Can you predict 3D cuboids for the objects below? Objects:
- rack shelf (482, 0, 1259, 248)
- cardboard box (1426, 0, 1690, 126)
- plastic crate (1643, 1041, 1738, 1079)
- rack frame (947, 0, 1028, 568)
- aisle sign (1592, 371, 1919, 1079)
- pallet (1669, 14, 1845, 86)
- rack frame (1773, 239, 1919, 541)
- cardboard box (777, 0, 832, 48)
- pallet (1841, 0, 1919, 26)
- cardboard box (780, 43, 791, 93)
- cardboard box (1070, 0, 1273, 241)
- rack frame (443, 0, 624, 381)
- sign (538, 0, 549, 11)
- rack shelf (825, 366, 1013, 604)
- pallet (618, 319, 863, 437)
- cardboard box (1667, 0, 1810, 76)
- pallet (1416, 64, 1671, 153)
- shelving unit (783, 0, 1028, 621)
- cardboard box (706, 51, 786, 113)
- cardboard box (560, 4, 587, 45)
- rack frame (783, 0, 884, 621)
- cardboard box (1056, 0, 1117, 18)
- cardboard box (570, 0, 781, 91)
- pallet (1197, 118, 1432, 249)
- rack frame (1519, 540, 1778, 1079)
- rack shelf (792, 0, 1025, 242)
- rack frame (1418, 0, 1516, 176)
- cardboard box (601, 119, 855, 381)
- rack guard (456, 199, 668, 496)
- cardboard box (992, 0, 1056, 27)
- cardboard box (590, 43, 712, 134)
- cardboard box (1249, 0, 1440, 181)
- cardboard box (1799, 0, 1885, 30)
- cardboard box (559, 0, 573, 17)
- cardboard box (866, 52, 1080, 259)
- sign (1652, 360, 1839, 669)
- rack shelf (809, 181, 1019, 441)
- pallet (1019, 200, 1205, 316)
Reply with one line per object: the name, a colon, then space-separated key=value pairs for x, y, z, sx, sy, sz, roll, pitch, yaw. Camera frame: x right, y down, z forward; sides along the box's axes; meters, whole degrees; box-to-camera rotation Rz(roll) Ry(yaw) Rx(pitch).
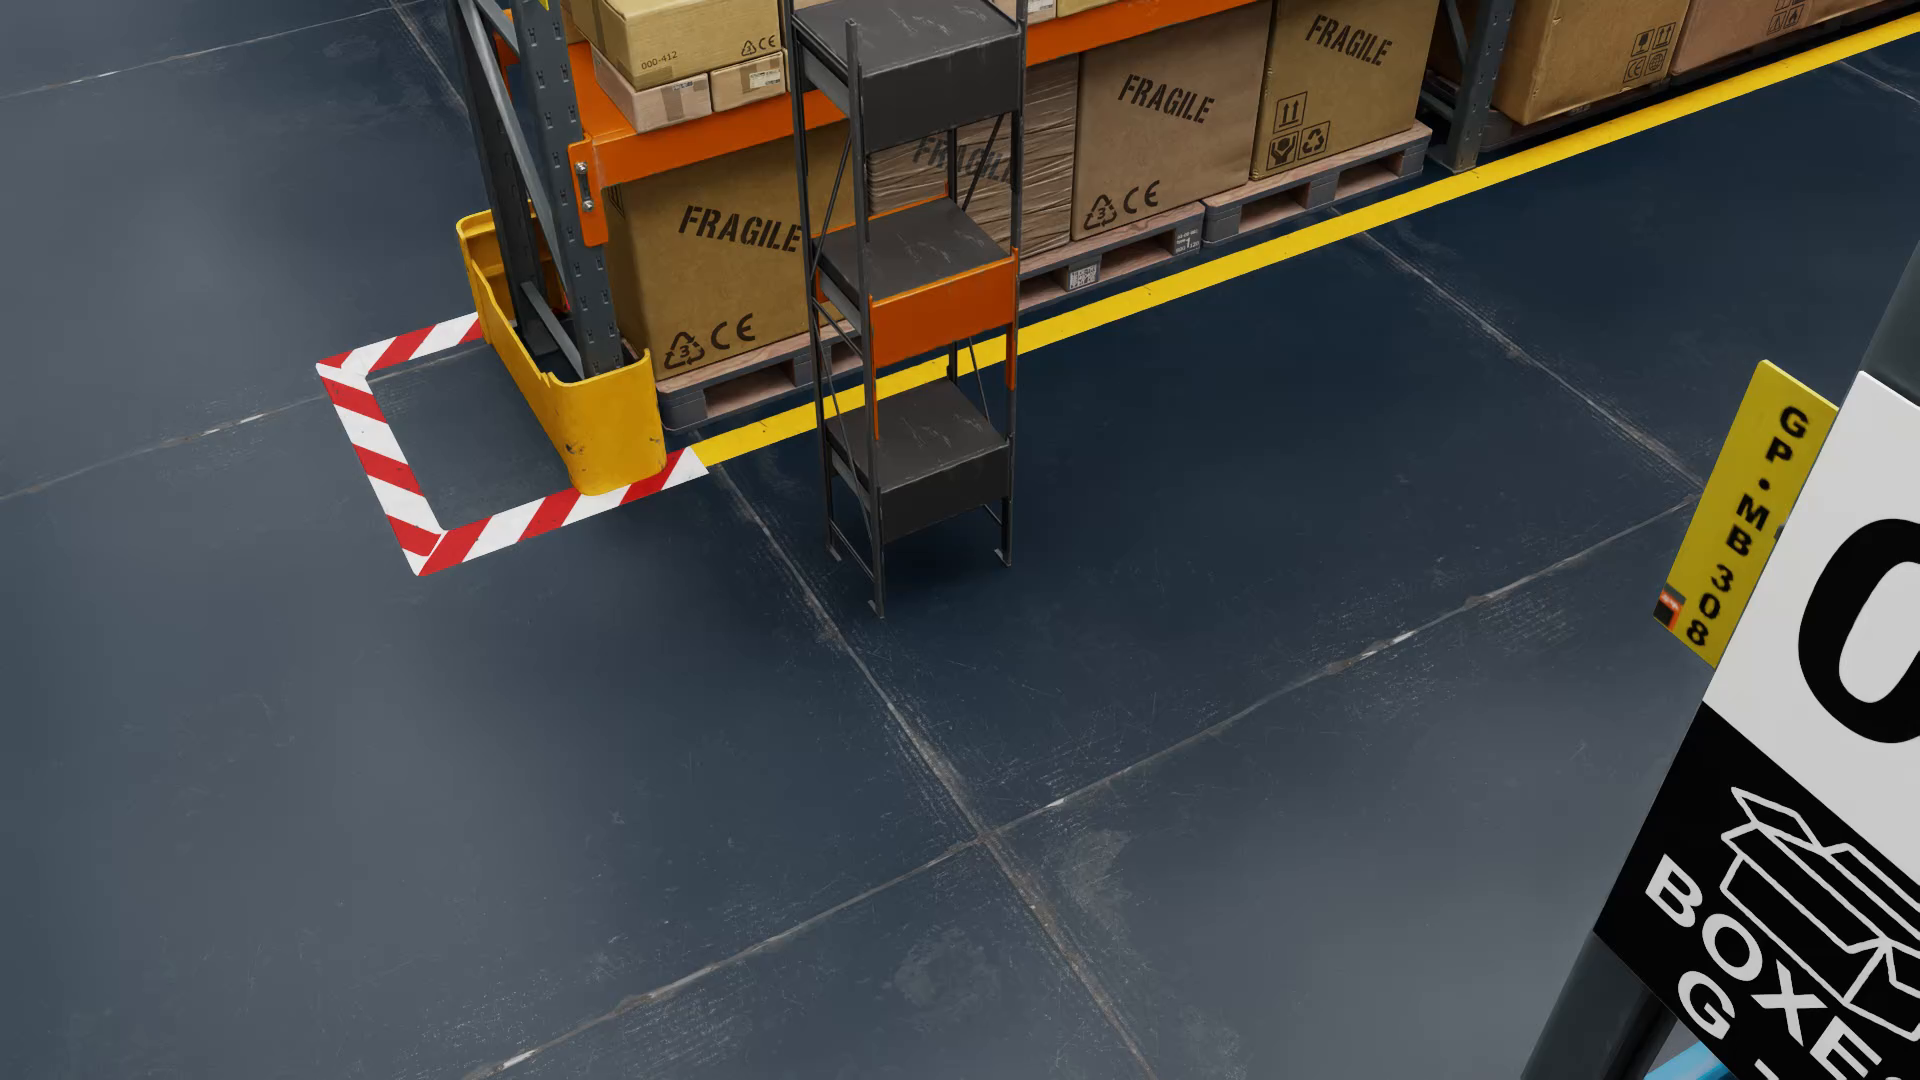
rack shelf: x=0.277 y=-2.072 z=6.248 sx=4.000 sy=0.370 sz=1.077 roll=-22 pitch=48 yaw=-21
cardboard box: x=2.556 y=-2.647 z=7.548 sx=0.875 sy=0.875 sz=1.225 roll=-22 pitch=48 yaw=-21
plastic crate: x=1.208 y=1.091 z=2.403 sx=0.499 sy=0.435 sz=0.616 roll=-22 pitch=48 yaw=-21
rack frame: x=0.068 y=-0.781 z=5.047 sx=0.015 sy=2.100 sz=0.400 roll=-22 pitch=48 yaw=-21
aisle sign: x=0.802 y=0.269 z=1.452 sx=0.004 sy=0.787 sz=0.394 roll=-22 pitch=48 yaw=-21
pallet: x=3.702 y=-2.763 z=8.445 sx=1.213 sy=0.211 sz=1.003 roll=-22 pitch=48 yaw=-21
rack frame: x=1.011 y=-0.799 z=0.111 sx=0.127 sy=3.000 sz=1.000 roll=-22 pitch=48 yaw=-21
cardboard box: x=-0.459 y=-1.877 z=5.425 sx=0.500 sy=0.250 sz=0.500 roll=-22 pitch=48 yaw=-21
pallet: x=4.759 y=-3.183 z=8.879 sx=1.213 sy=0.211 sz=1.003 roll=-22 pitch=48 yaw=-21
cardboard box: x=-0.541 y=-1.649 z=5.476 sx=0.250 sy=0.149 sz=0.380 roll=-23 pitch=49 yaw=-22
cardboard box: x=0.619 y=-1.920 z=6.798 sx=0.875 sy=0.875 sz=0.875 roll=-22 pitch=48 yaw=-21
rack frame: x=-1.457 y=-1.637 z=5.283 sx=0.127 sy=3.000 sz=1.000 roll=-22 pitch=48 yaw=-21
sign: x=-1.186 y=-1.638 z=4.606 sx=0.005 sy=0.325 sz=0.100 roll=-22 pitch=48 yaw=-21
rack shelf: x=-0.144 y=-0.184 z=5.457 sx=0.480 sy=0.518 sz=0.431 roll=-22 pitch=48 yaw=-21
pallet: x=-0.803 y=-0.961 z=6.588 sx=1.213 sy=0.211 sz=1.003 roll=-22 pitch=48 yaw=-21
cardboard box: x=3.331 y=-2.957 z=7.867 sx=0.875 sy=0.875 sz=1.225 roll=-23 pitch=49 yaw=-22
pallet: x=2.643 y=-2.337 z=8.006 sx=1.213 sy=0.211 sz=1.003 roll=-22 pitch=48 yaw=-21
shelving unit: x=-0.144 y=-0.696 z=4.960 sx=0.503 sy=2.100 sz=0.431 roll=-22 pitch=48 yaw=-21
cardboard box: x=-0.763 y=-1.560 z=5.384 sx=0.250 sy=0.149 sz=0.380 roll=-22 pitch=48 yaw=-22
cardboard box: x=-1.312 y=-1.869 z=5.702 sx=0.250 sy=0.149 sz=0.380 roll=-21 pitch=48 yaw=-20
rack frame: x=-0.355 y=-0.611 z=4.872 sx=0.015 sy=2.100 sz=0.400 roll=-22 pitch=48 yaw=-21
cardboard box: x=0.348 y=-2.005 z=5.842 sx=0.250 sy=0.149 sz=0.380 roll=-23 pitch=49 yaw=-22
cardboard box: x=-0.906 y=-1.693 z=5.235 sx=0.500 sy=0.250 sz=0.500 roll=-23 pitch=49 yaw=-22
pallet: x=1.313 y=-1.807 z=7.461 sx=1.213 sy=0.211 sz=1.003 roll=-22 pitch=48 yaw=-21
rack frame: x=1.011 y=1.354 z=2.201 sx=0.127 sy=3.000 sz=1.000 roll=-22 pitch=48 yaw=-21
rack shelf: x=-0.144 y=-1.189 z=4.482 sx=0.480 sy=0.518 sz=0.431 roll=-22 pitch=48 yaw=-21
rack frame: x=2.011 y=-3.024 z=6.713 sx=0.127 sy=3.000 sz=1.000 roll=-22 pitch=48 yaw=-21
cardboard box: x=-0.942 y=-1.295 z=6.155 sx=0.875 sy=0.875 sz=0.875 roll=-22 pitch=48 yaw=-21
rack guard: x=-1.478 y=-0.731 z=6.144 sx=0.348 sy=0.500 sz=1.175 roll=-22 pitch=48 yaw=-21
cardboard box: x=0.129 y=-1.918 z=5.753 sx=0.250 sy=0.149 sz=0.380 roll=-22 pitch=48 yaw=-21
cardboard box: x=-0.985 y=-1.470 z=5.292 sx=0.250 sy=0.149 sz=0.380 roll=-21 pitch=48 yaw=-21
cardboard box: x=1.399 y=-2.232 z=7.120 sx=0.875 sy=0.875 sz=0.875 roll=-22 pitch=48 yaw=-21
cardboard box: x=4.094 y=-3.269 z=8.189 sx=0.875 sy=0.875 sz=1.225 roll=-22 pitch=48 yaw=-21
cardboard box: x=-1.169 y=-2.018 z=5.570 sx=0.500 sy=0.250 sz=0.500 roll=-23 pitch=48 yaw=-22
cardboard box: x=-0.153 y=-1.611 z=6.480 sx=0.875 sy=0.875 sz=0.875 roll=-22 pitch=48 yaw=-21
sign: x=0.722 y=-0.011 z=1.529 sx=0.005 sy=0.325 sz=0.100 roll=-22 pitch=48 yaw=-21
rack shelf: x=-0.144 y=-0.686 z=4.969 sx=0.480 sy=0.518 sz=0.431 roll=-22 pitch=48 yaw=-21
pallet: x=0.254 y=-1.381 z=7.021 sx=1.213 sy=0.211 sz=1.003 roll=-22 pitch=48 yaw=-21
